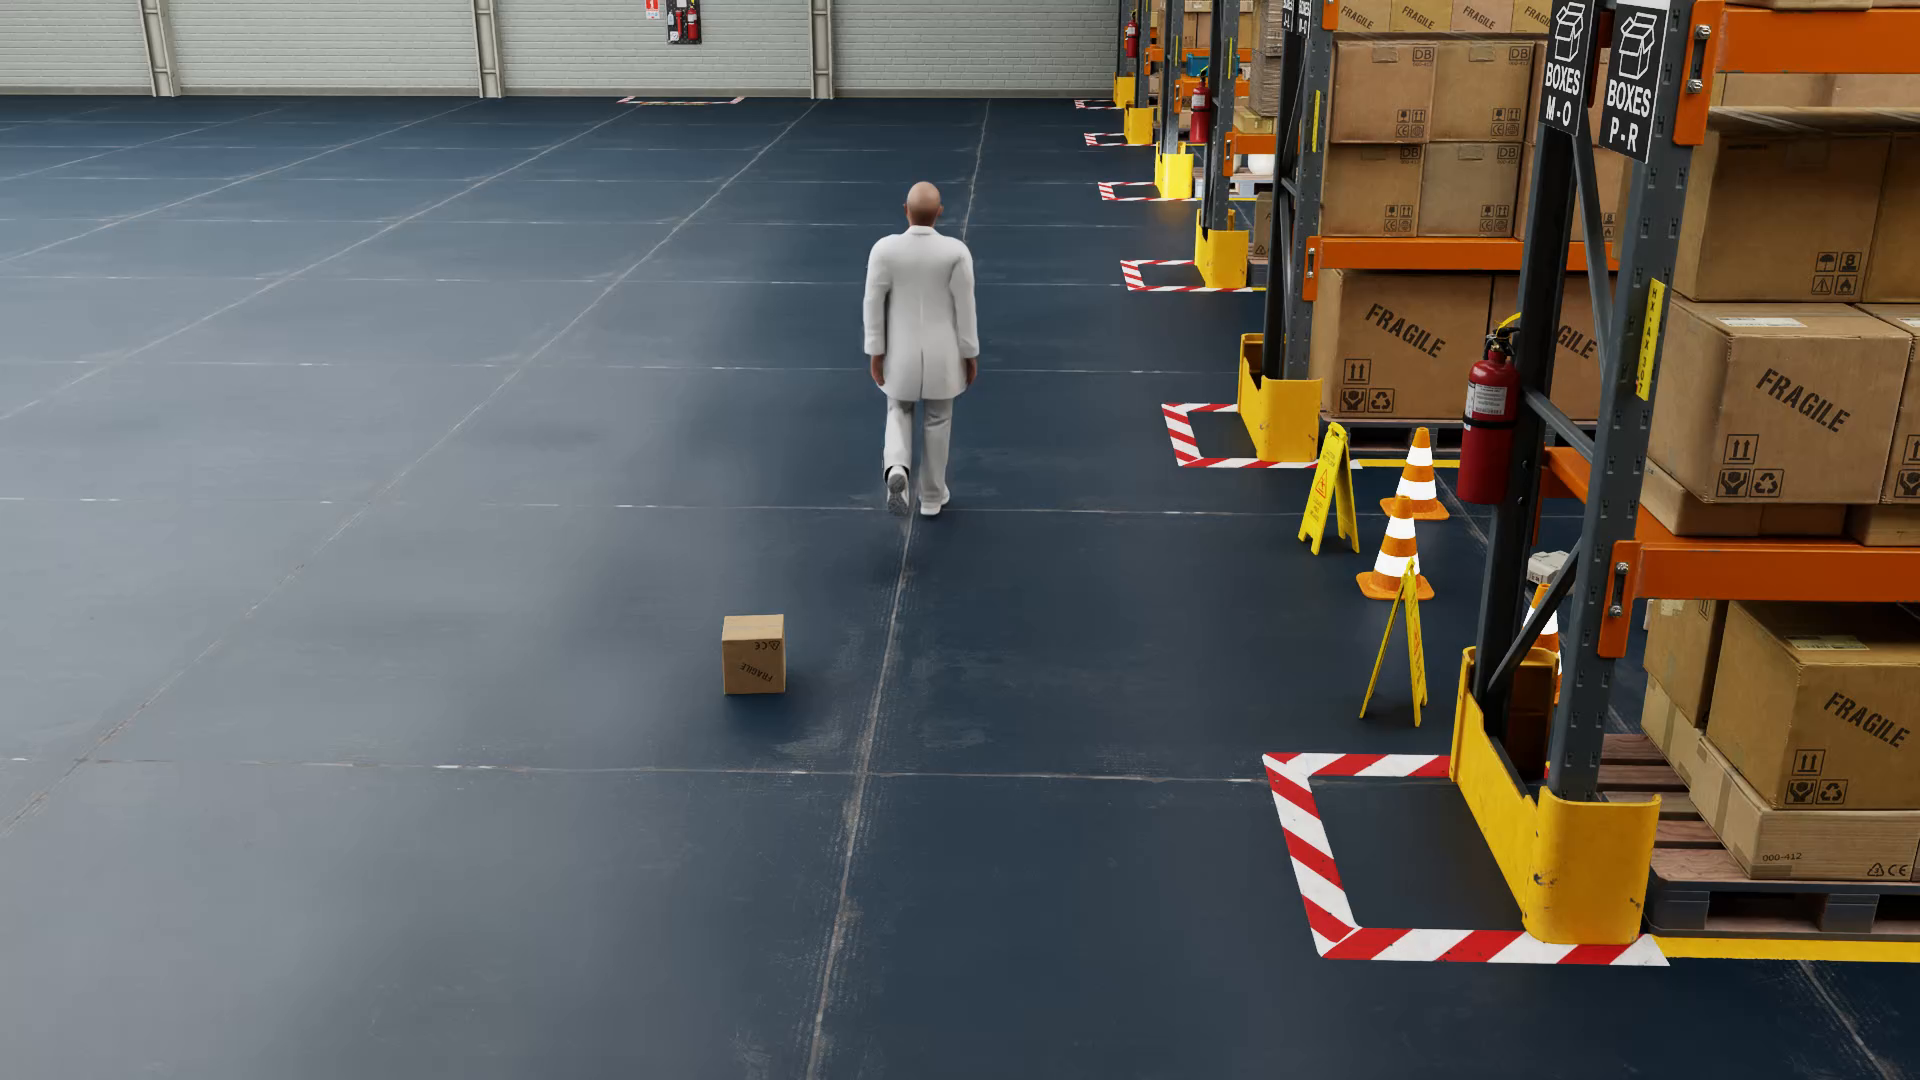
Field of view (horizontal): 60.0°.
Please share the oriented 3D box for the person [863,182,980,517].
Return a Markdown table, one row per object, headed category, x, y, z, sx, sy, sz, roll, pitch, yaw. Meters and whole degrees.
| category | x | y | z | sx | sy | sz | roll | pitch | yaw |
| --- | --- | --- | --- | --- | --- | --- | --- | --- | --- |
| person | -0.197 | -0.975 | 8.643 | 0.597 | 1.761 | 0.607 | 2 | 21 | 4 |
